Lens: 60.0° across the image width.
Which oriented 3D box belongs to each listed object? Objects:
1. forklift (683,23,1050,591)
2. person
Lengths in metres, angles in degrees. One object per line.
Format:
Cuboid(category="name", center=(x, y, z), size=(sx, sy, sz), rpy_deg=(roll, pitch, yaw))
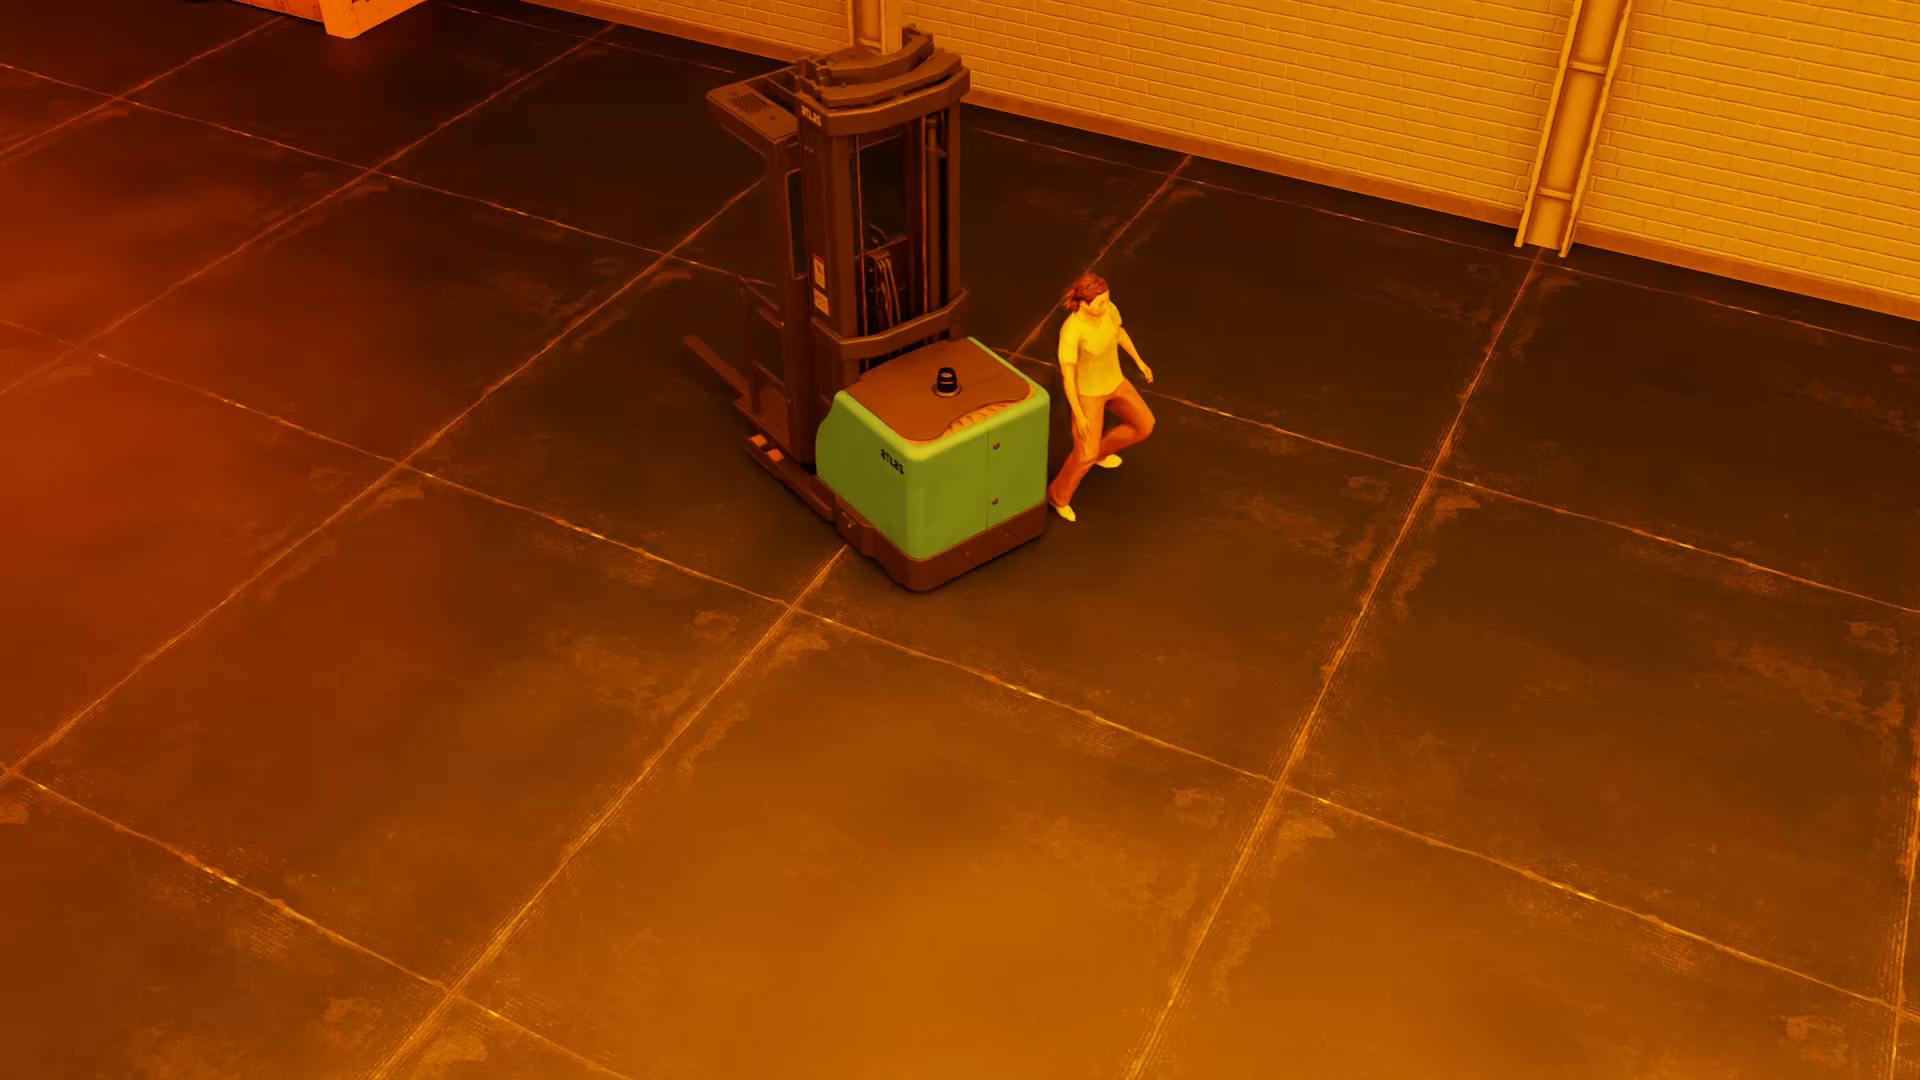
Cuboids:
Cuboid(category="forklift", center=(-0.751, -1.716, 10.024), size=(1.130, 2.935, 3.031), rpy_deg=(-26, 47, -28))
Cuboid(category="person", center=(0.833, -0.906, 10.172), size=(0.721, 1.600, 0.518), rpy_deg=(-30, 48, -31))
